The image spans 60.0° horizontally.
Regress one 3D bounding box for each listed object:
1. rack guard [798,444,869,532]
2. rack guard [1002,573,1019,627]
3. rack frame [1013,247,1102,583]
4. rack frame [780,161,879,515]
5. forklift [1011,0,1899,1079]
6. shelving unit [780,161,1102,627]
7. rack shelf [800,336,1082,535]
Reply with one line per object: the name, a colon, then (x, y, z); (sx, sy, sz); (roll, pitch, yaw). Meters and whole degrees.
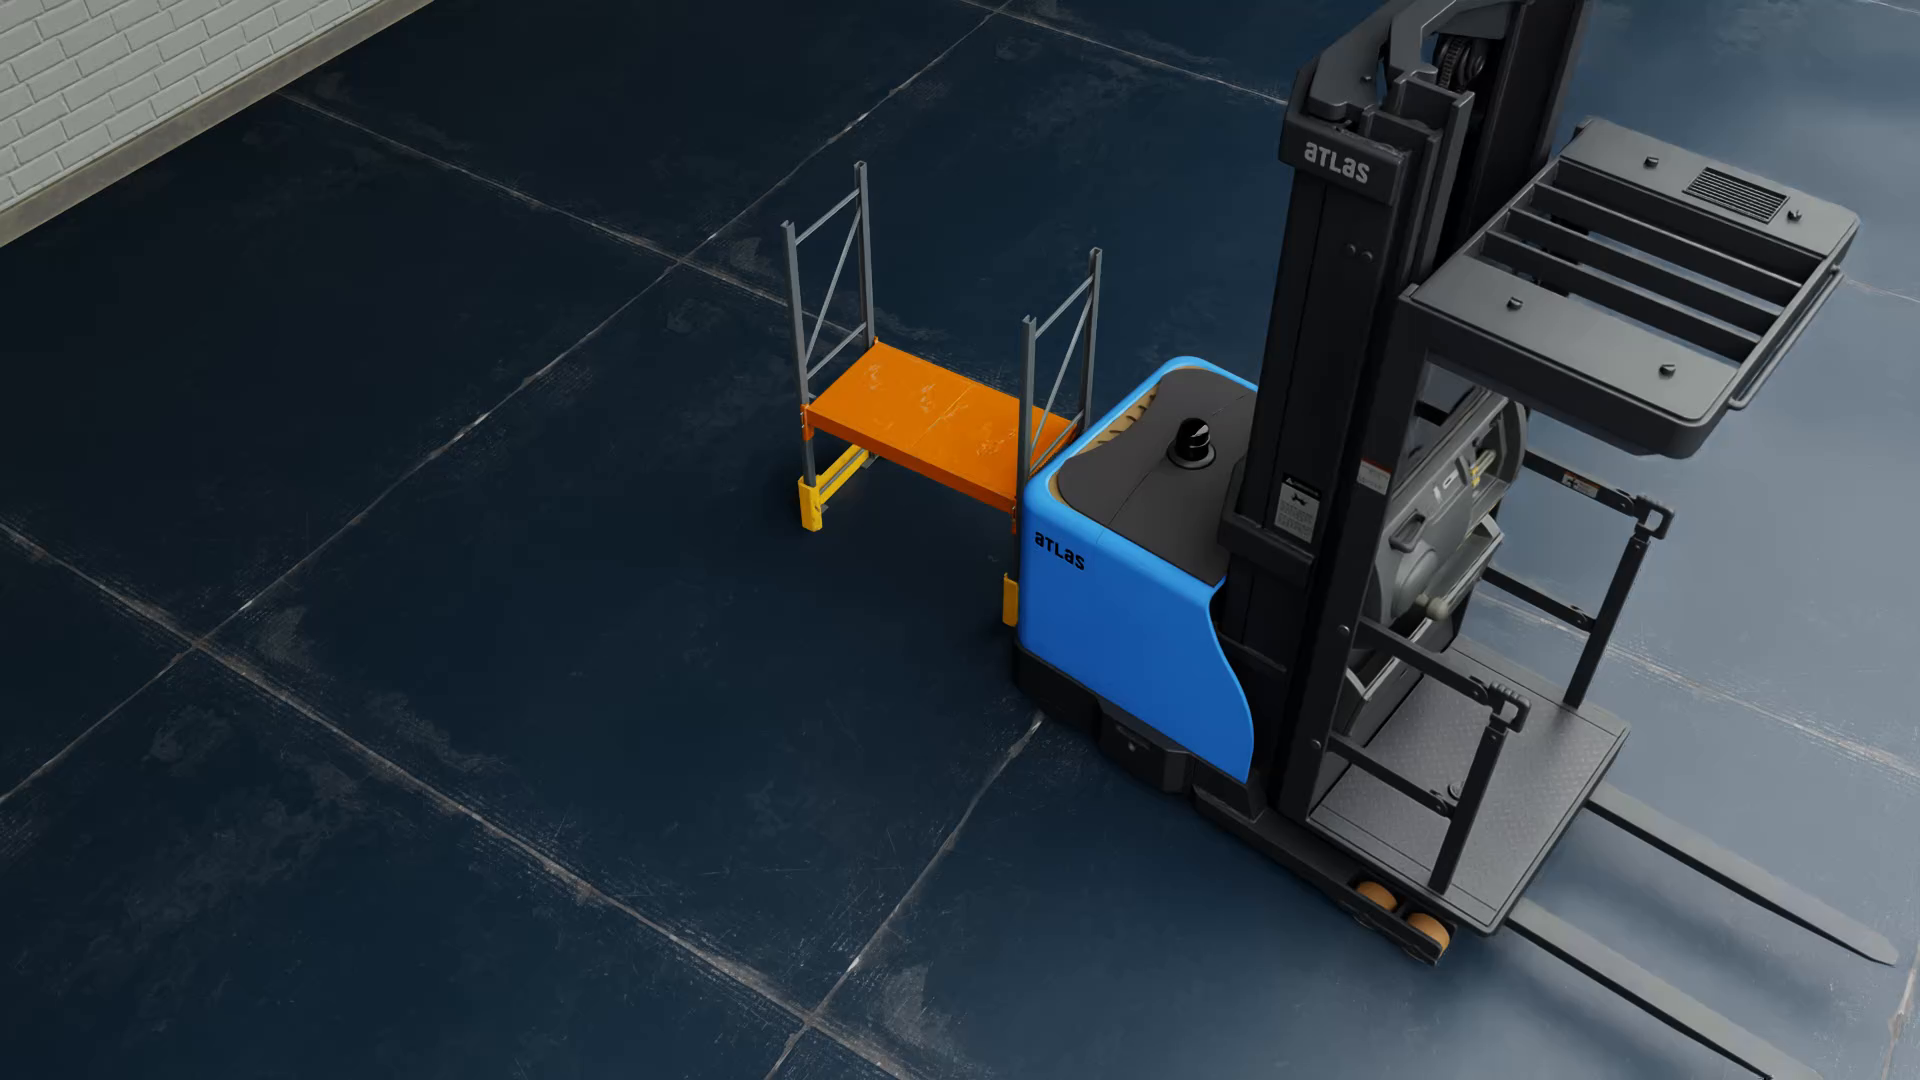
rack guard: (-0.483, -0.309, 7.098); (0.087, 0.250, 0.587); (25, 51, 22)
rack guard: (0.355, 0.076, 6.724); (0.087, 0.250, 0.587); (25, 51, 22)
rack frame: (0.356, -0.359, 6.275); (0.032, 1.500, 0.500); (25, 51, 22)
rack frame: (-0.500, -0.753, 6.657); (0.032, 1.500, 0.500); (25, 51, 22)
forklift: (1.655, -0.040, 4.967); (3.031, 2.935, 1.130); (31, 53, 26)
shelving unit: (-0.064, -0.552, 6.463); (1.083, 1.500, 0.587); (25, 51, 22)
rack shelf: (-0.072, -0.430, 6.595); (1.000, 0.185, 0.538); (25, 51, 22)
